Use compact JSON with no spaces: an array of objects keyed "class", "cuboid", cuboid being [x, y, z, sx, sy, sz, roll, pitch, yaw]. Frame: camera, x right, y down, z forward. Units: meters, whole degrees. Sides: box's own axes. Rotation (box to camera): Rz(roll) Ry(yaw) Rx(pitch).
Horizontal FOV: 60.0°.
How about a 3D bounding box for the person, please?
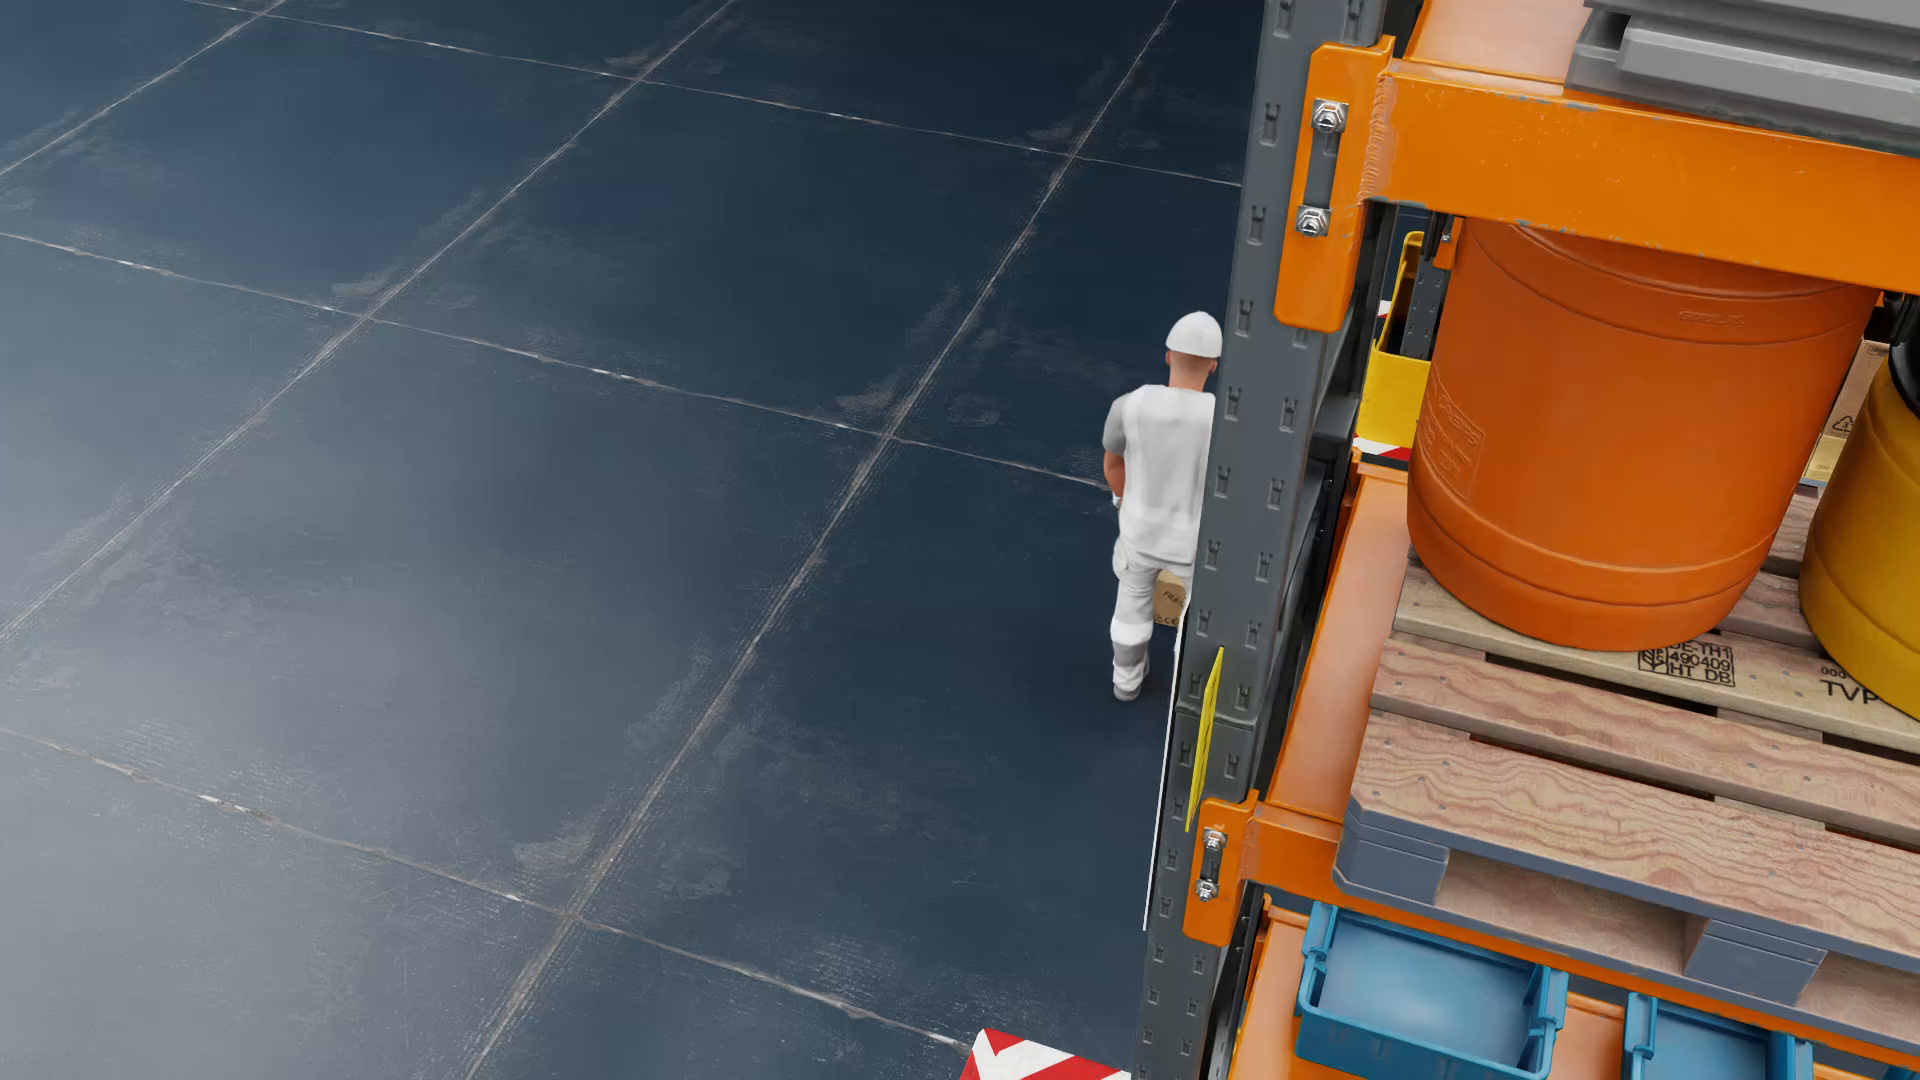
[{"class":"person","cuboid":[0.796,-0.069,6.270,0.547,1.724,0.477,15,43,16]}]
